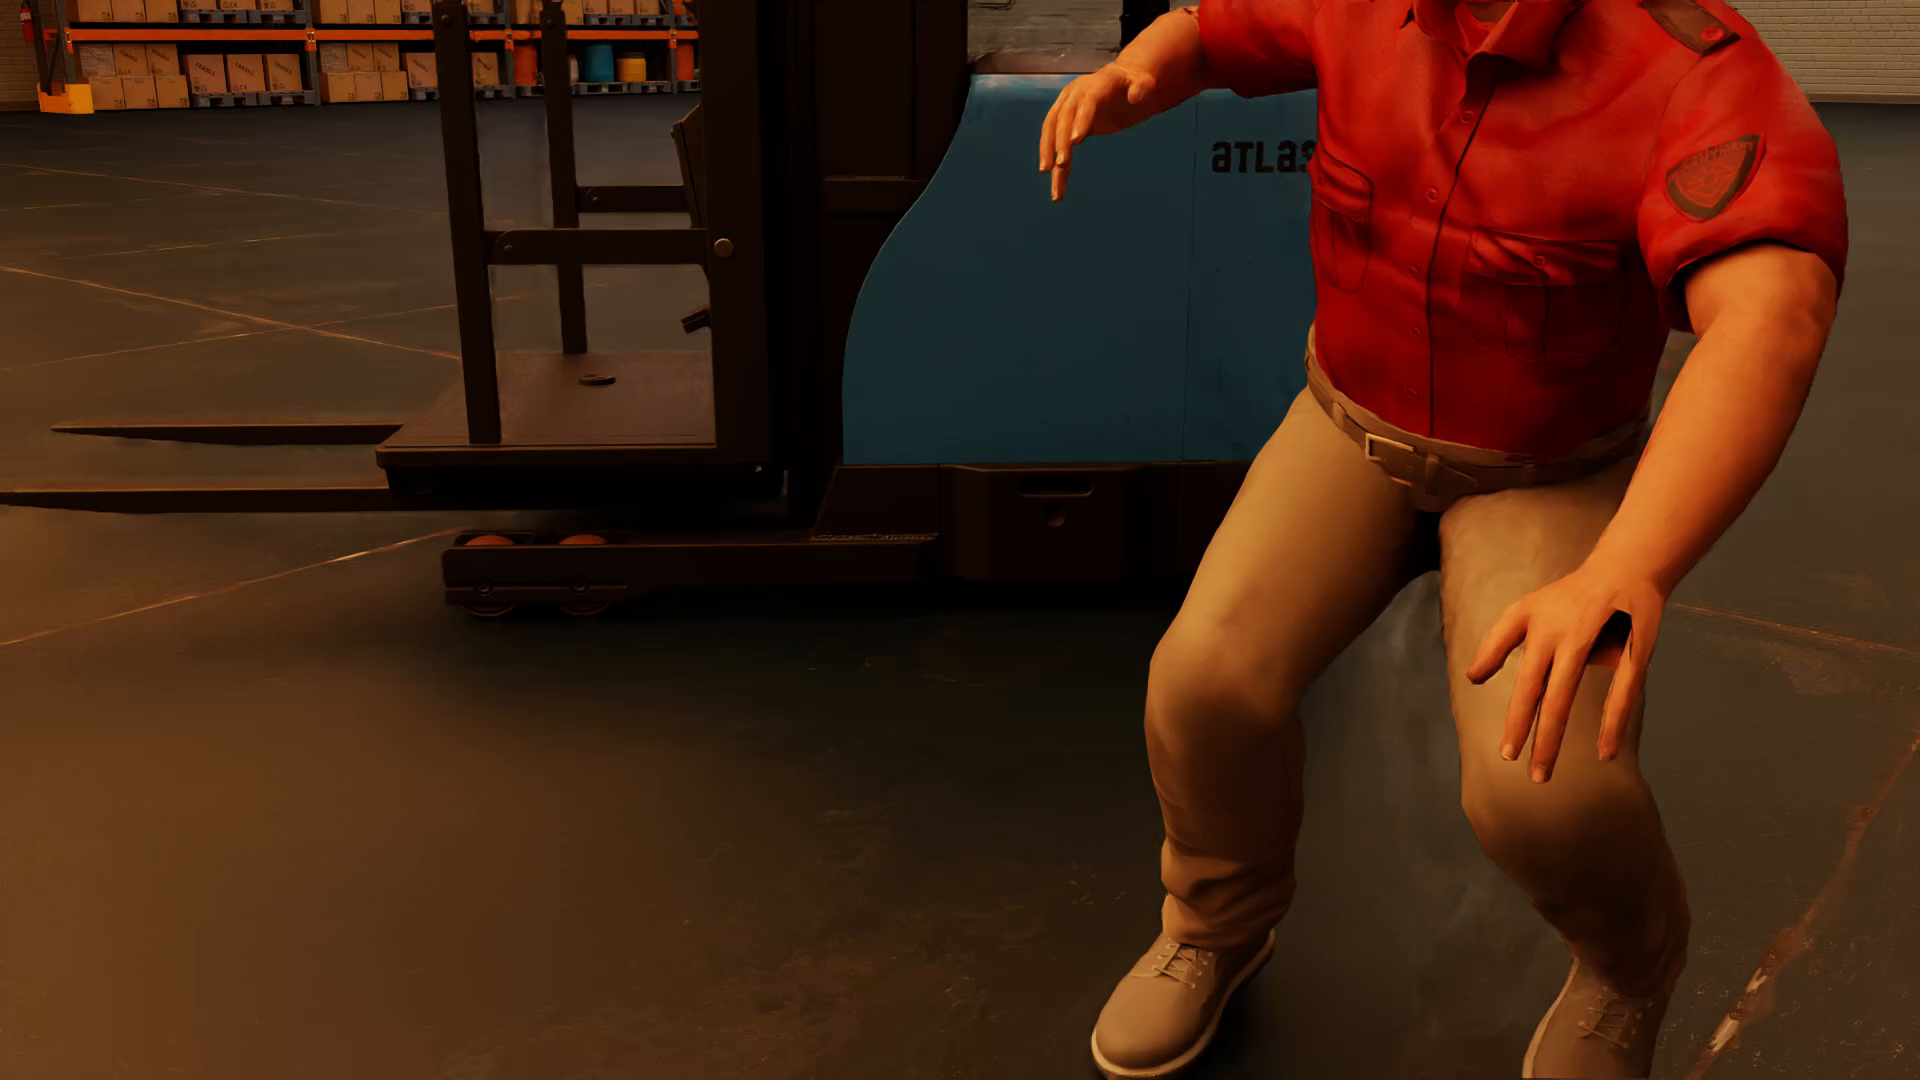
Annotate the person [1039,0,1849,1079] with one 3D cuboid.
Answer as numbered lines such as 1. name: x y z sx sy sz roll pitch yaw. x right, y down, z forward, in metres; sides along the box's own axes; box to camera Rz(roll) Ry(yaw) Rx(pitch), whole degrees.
1. person: 0.414 -0.043 1.655 0.796 1.483 0.931 12 21 35

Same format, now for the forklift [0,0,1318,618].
1. forklift: -0.708 -1.400 3.508 3.031 2.935 1.130 -1 17 -2
